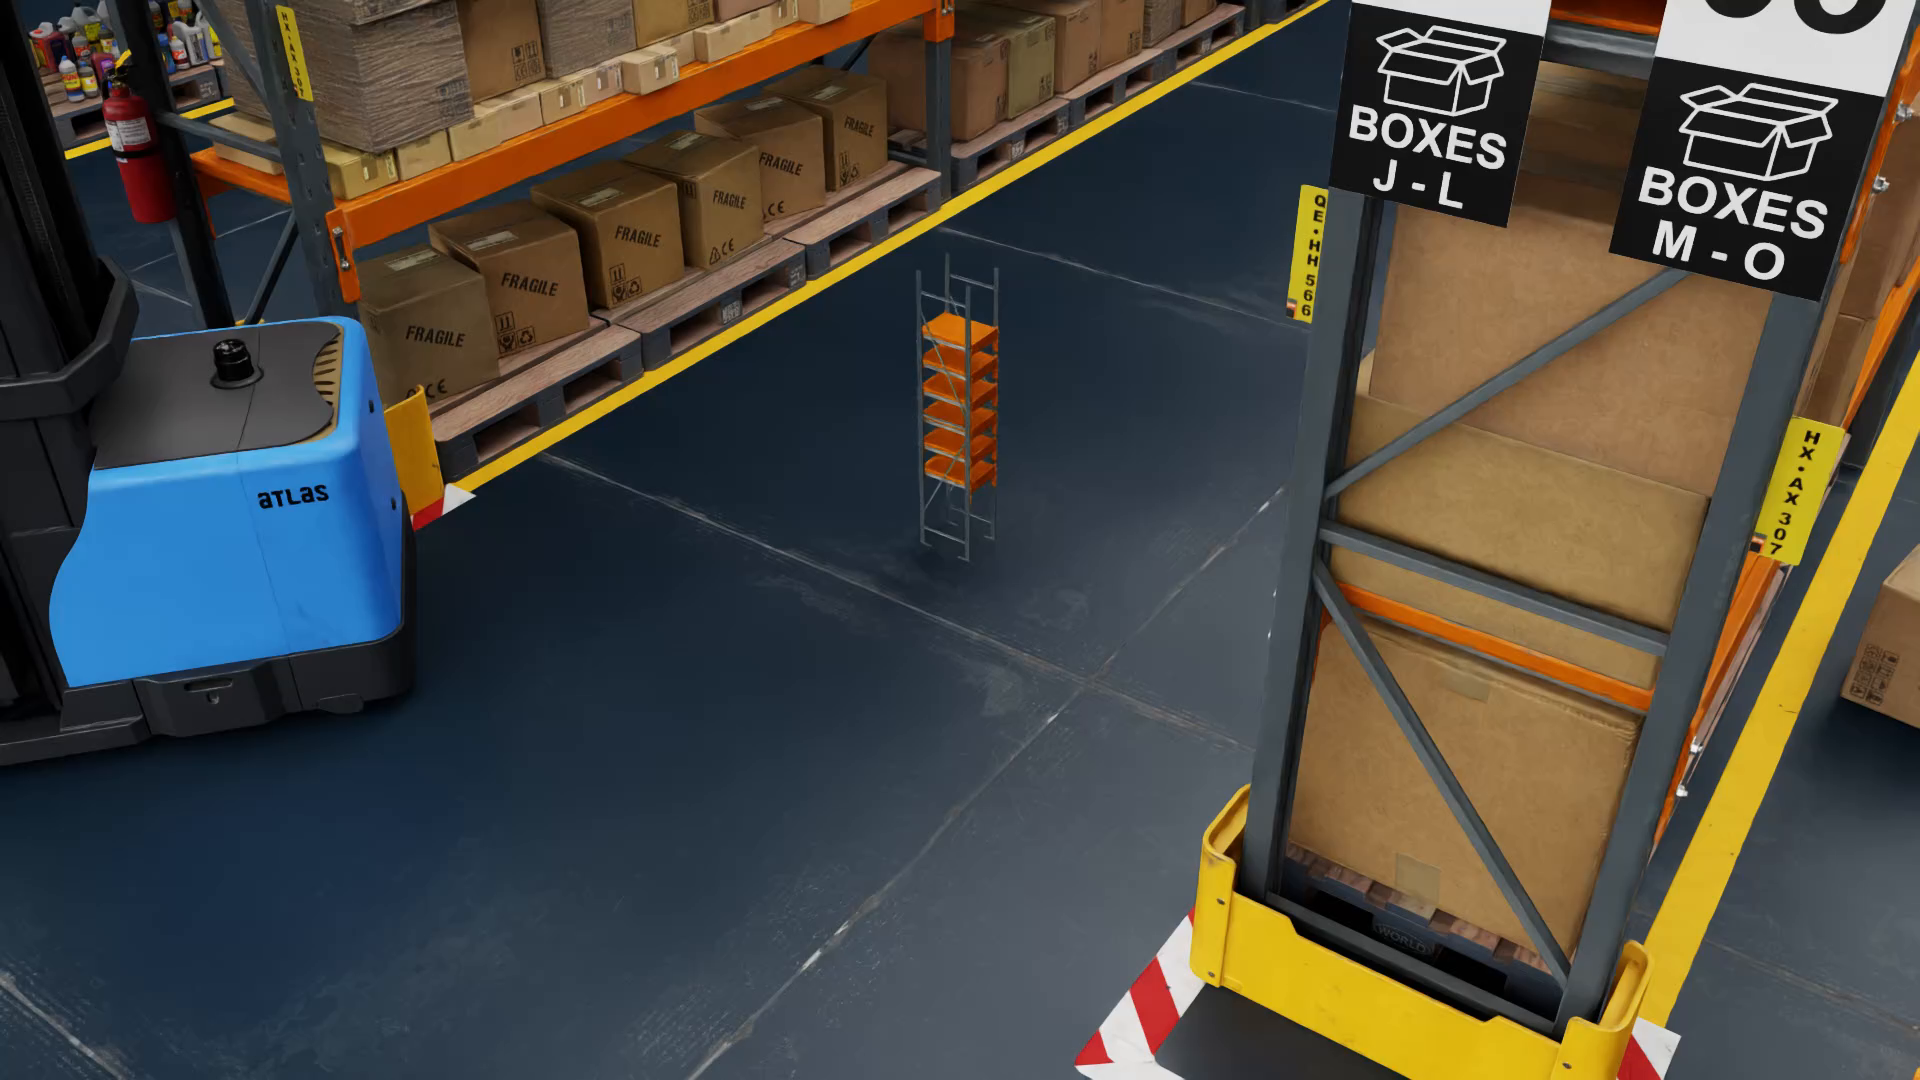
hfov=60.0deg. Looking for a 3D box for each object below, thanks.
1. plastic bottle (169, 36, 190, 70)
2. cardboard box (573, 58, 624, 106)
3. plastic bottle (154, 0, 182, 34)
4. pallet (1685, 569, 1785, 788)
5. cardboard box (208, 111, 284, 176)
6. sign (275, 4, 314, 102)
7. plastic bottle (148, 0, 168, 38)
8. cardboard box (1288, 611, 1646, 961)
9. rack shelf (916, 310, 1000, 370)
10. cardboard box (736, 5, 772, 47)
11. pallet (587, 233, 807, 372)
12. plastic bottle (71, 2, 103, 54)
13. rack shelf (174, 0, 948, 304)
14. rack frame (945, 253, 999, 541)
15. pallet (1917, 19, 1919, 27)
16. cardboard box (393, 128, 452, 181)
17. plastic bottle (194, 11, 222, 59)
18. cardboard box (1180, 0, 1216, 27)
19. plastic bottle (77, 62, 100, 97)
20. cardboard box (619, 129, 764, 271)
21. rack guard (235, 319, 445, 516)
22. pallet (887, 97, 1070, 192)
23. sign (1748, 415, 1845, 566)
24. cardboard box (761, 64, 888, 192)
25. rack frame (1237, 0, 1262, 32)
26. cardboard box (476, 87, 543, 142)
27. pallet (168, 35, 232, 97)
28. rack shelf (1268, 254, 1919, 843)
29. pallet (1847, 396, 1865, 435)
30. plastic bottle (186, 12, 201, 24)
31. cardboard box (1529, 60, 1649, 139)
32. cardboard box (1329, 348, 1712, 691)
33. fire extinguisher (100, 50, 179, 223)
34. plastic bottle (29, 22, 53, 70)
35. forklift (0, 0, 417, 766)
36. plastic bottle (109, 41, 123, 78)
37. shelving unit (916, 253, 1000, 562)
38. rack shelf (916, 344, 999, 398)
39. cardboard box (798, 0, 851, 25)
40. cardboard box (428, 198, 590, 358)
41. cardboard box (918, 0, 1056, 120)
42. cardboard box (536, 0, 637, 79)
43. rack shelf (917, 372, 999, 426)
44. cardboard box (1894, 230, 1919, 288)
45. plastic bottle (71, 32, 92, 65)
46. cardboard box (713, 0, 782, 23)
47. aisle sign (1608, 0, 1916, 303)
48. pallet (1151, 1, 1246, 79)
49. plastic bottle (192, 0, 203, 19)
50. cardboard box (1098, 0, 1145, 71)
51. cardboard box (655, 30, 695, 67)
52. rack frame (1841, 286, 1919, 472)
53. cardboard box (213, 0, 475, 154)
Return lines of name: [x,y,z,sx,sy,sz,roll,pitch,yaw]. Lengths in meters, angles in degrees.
plastic bottle: [-5.128,-3.200,10.910,0.097,0.201,0.097,0,34,0]
cardboard box: [-1.710,-2.045,7.320,0.380,0.149,0.250,21,39,28]
plastic bottle: [-5.472,-3.699,11.513,0.144,0.351,0.185,20,39,26]
pallet: [2.330,0.317,6.092,1.003,0.211,1.213,21,39,28]
cardboard box: [-2.782,-1.610,6.677,0.380,0.149,0.250,21,39,28]
sign: [-2.329,-1.702,5.816,0.100,0.325,0.005,21,39,28]
plastic bottle: [-5.525,-3.586,11.418,0.097,0.271,0.097,0,34,0]
cardboard box: [1.574,0.487,4.874,0.875,0.875,0.875,21,40,28]
rack shelf: [-0.008,-0.752,6.227,0.258,0.103,0.180,21,39,28]
cardboard box: [-1.129,-2.501,7.995,0.380,0.149,0.250,21,39,28]
pallet: [-1.543,-1.318,8.511,1.003,0.211,1.213,21,39,28]
plastic bottle: [-5.821,-3.417,11.098,0.144,0.351,0.185,23,40,30]
rack shelf: [-1.635,-2.139,7.877,1.077,0.370,4.000,21,39,28]
rack frame: [0.044,-0.532,6.466,0.240,1.200,0.006,21,39,28]
pallet: [1.656,-1.436,3.598,1.003,0.211,1.213,21,39,28]
cardboard box: [-2.259,-1.576,6.628,0.380,0.149,0.250,21,39,28]
plastic bottle: [-4.987,-3.399,11.070,0.144,0.351,0.185,21,39,28]
cardboard box: [1.421,-4.030,11.871,0.700,0.500,0.500,19,38,26]
plastic bottle: [-5.495,-2.904,10.472,0.097,0.201,0.097,0,34,0]
cardboard box: [-1.365,-1.748,8.513,0.500,0.500,0.500,18,38,24]
rack guard: [-2.732,-0.516,7.067,1.175,0.500,0.348,21,39,28]
pallet: [-0.052,-2.561,10.349,1.003,0.211,1.213,21,39,28]
sign: [1.694,-0.097,3.372,0.100,0.325,0.005,21,39,28]
cardboard box: [-0.756,-2.325,9.366,0.500,0.500,0.500,20,39,27]
rack frame: [1.786,-5.198,11.759,1.000,3.000,0.127,21,39,28]
cardboard box: [-1.978,-1.808,6.971,0.380,0.149,0.250,21,39,28]
pallet: [-4.981,-3.488,11.720,1.003,0.211,1.213,21,39,28]
rack shelf: [2.382,-0.508,5.466,1.077,0.370,4.000,21,39,28]
pallet: [3.901,-0.951,7.967,1.003,0.211,1.213,21,39,28]
plastic bottle: [-5.086,-3.392,11.120,0.061,0.283,0.133,21,39,28]
cardboard box: [1.723,-0.836,4.211,0.875,0.550,0.550,21,39,28]
cardboard box: [1.416,-0.133,4.135,0.875,0.550,0.550,21,39,28]
fire extinguisher: [-3.219,-1.579,6.476,0.296,0.674,0.183,21,39,28]
plastic bottle: [-5.991,-3.245,10.909,0.152,0.276,0.135,22,40,29]
forklift: [-3.503,-0.679,5.138,3.031,2.935,1.130,-9,35,-13]
plastic bottle: [-5.359,-3.043,10.615,0.097,0.271,0.097,0,34,0]
shelving unit: [-0.008,-0.490,6.404,0.258,1.200,0.189,21,39,28]
rack shelf: [-0.008,-0.652,6.294,0.258,0.103,0.180,21,39,28]
cardboard box: [-0.769,-2.702,8.292,0.380,0.149,0.250,21,39,28]
cardboard box: [-2.093,-1.223,7.737,0.500,0.500,0.500,-25,41,-32]
cardboard box: [0.161,-2.993,10.337,0.700,0.500,0.500,21,39,28]
cardboard box: [-1.932,-2.410,7.282,0.875,0.500,0.500,21,39,28]
rack shelf: [-0.008,-0.553,6.362,0.258,0.103,0.180,21,39,28]
cardboard box: [3.027,-1.355,5.942,0.875,0.550,0.550,21,39,28]
plastic bottle: [-5.799,-3.247,10.979,0.097,0.201,0.097,0,34,0]
cardboard box: [-1.318,-2.853,7.937,0.875,0.500,0.500,21,39,28]
aisle sign: [1.448,-0.834,2.985,0.394,0.787,0.004,21,39,28]
pallet: [1.339,-3.684,12.009,1.003,0.211,1.213,21,39,28]
plastic bottle: [-5.246,-3.739,11.574,0.144,0.351,0.185,21,39,28]
cardboard box: [0.797,-3.508,11.098,0.700,0.500,0.500,25,41,32]
cardboard box: [-1.448,-2.284,7.674,0.380,0.149,0.250,21,39,28]
rack frame: [3.523,-1.727,6.625,1.000,3.000,0.127,21,39,28]
cardboard box: [-2.439,-1.926,6.565,0.875,0.500,0.500,21,39,28]
